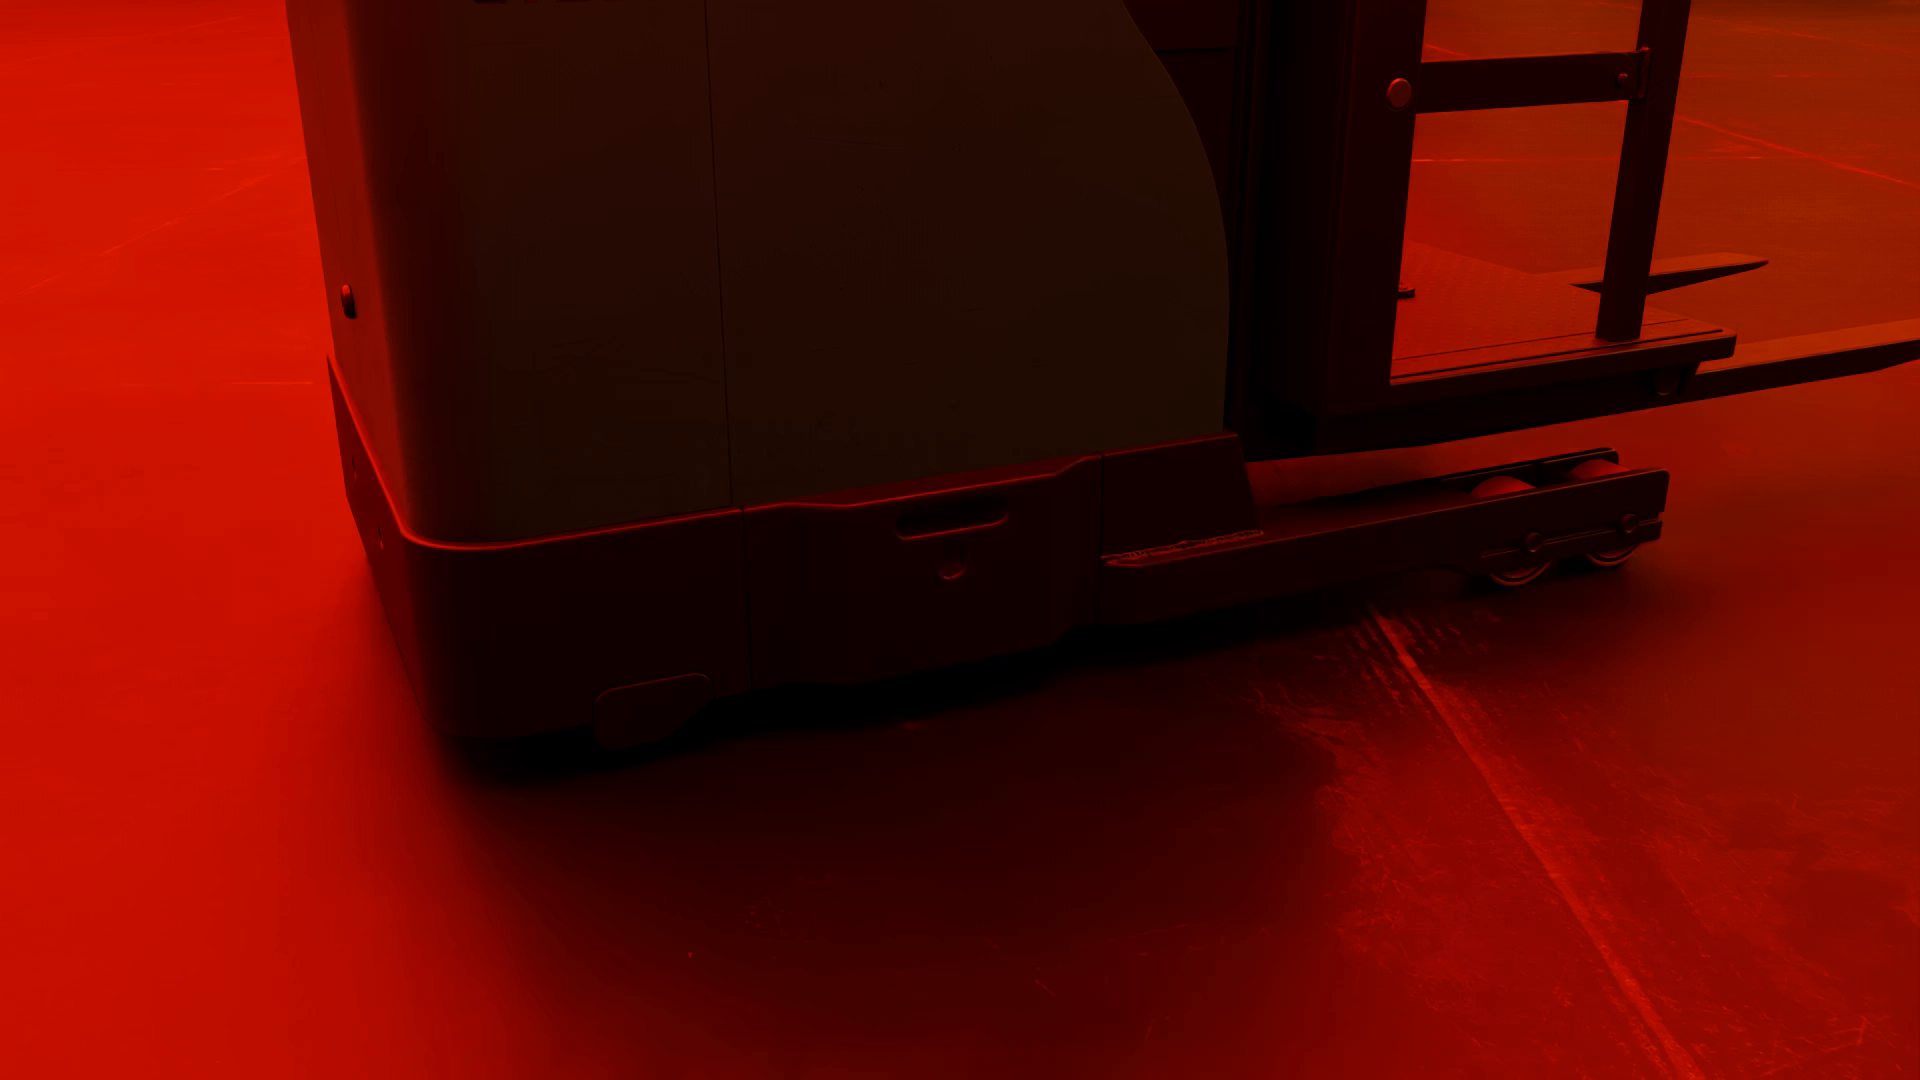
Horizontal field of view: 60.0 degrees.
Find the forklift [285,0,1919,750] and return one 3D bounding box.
[{"bbox_3d":[0.552,-1.458,2.439,3.031,2.935,1.130,-10,23,-23],"label":"forklift"}]
